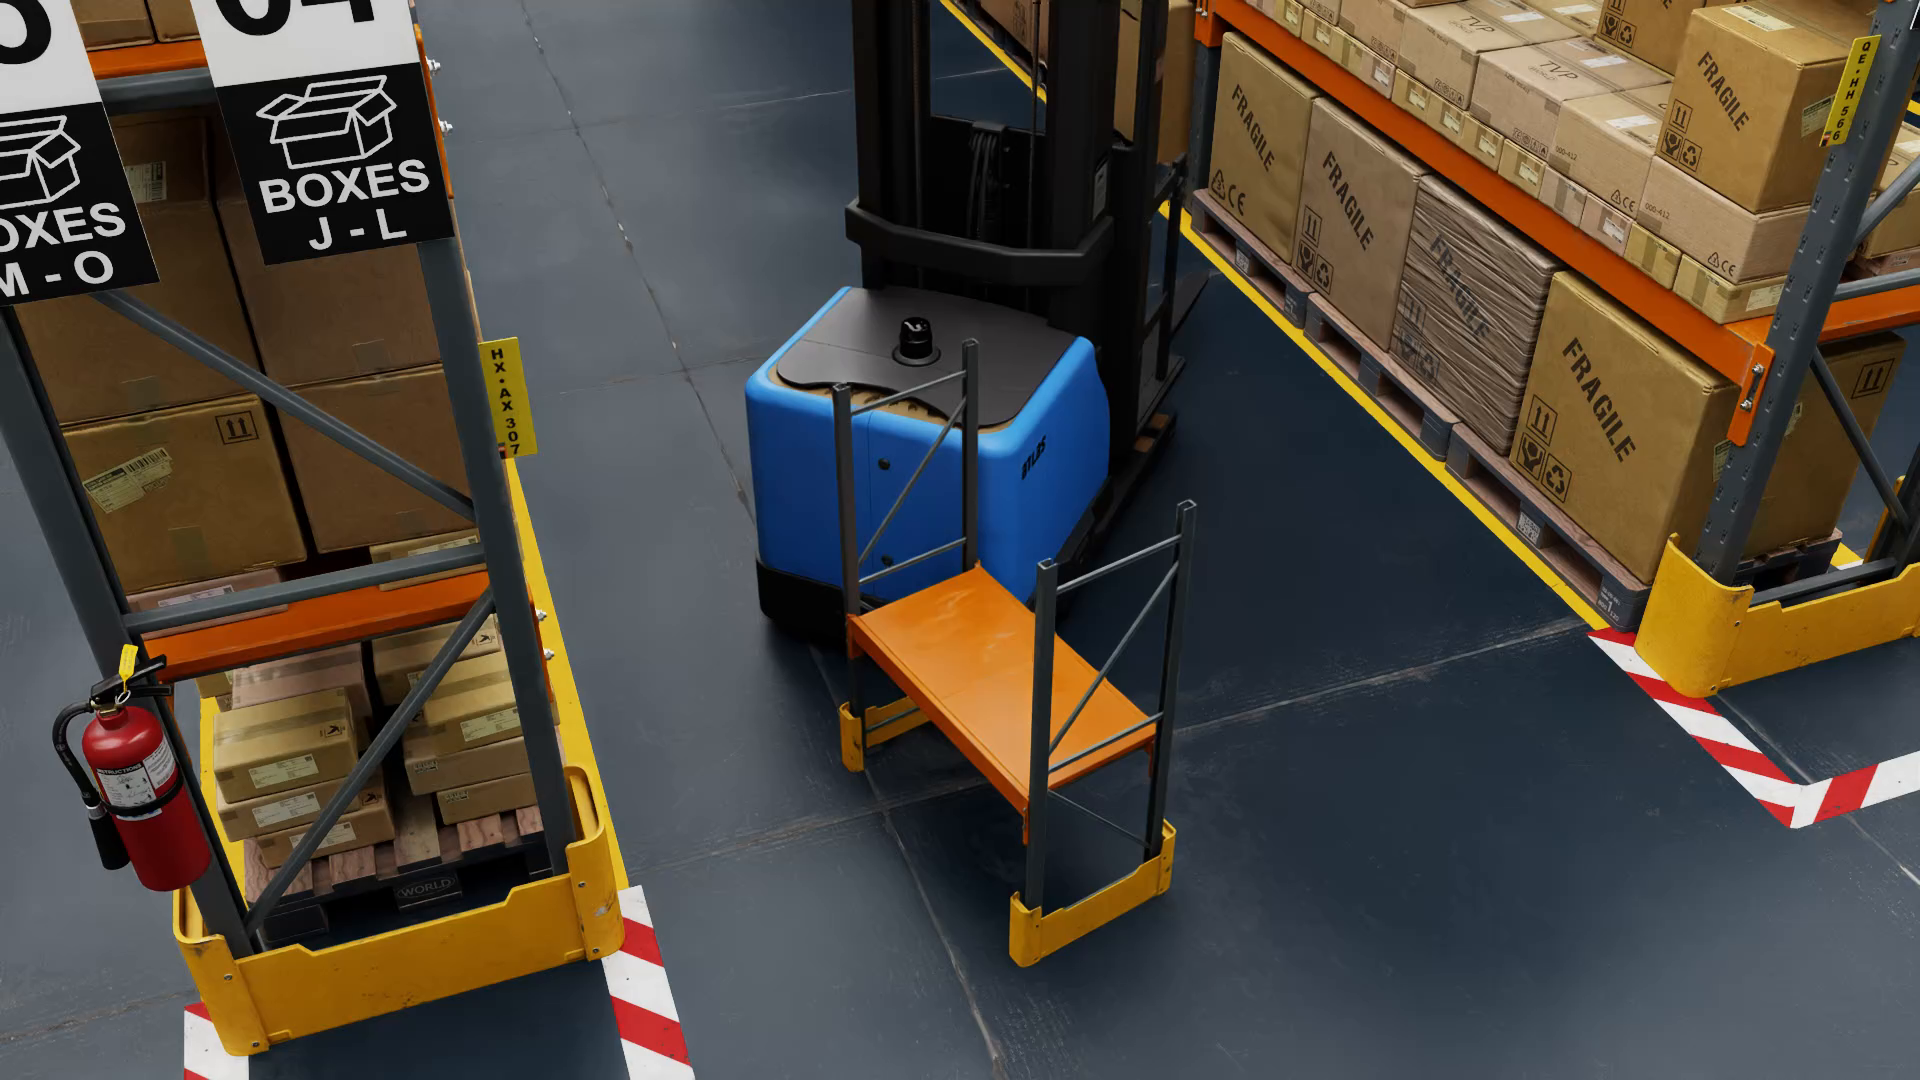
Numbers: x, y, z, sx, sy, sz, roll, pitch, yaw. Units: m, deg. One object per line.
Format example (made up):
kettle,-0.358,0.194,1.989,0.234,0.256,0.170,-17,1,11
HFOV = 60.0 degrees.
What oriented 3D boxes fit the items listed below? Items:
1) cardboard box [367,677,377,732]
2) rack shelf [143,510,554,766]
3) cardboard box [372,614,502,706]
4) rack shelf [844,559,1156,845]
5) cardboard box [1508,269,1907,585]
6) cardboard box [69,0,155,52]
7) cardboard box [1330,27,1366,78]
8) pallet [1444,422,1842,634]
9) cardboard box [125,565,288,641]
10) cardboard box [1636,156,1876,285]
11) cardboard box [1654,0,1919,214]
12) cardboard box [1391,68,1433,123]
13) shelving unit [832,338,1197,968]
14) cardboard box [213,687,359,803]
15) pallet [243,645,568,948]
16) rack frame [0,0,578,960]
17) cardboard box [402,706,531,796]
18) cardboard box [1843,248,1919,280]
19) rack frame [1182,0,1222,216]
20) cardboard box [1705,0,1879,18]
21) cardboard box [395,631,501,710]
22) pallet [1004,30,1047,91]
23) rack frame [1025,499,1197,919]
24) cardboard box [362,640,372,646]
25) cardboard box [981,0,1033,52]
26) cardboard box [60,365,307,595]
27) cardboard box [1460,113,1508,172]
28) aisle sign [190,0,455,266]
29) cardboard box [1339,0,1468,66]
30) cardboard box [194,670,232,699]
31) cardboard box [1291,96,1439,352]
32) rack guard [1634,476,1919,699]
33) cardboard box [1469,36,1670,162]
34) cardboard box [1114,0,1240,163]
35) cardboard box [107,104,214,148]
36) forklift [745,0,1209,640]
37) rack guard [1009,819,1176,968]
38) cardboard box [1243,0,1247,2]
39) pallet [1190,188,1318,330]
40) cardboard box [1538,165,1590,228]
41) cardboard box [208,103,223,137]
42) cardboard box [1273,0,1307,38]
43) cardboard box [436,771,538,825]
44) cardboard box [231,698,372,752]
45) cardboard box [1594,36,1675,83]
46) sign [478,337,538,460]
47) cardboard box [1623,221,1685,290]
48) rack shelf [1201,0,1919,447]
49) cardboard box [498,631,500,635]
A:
cardboard box,-2.165,0.548,5.549,0.380,0.149,0.250,-13,39,-16
rack shelf,-2.283,-0.719,5.810,1.077,0.370,4.000,-12,39,-16
cardboard box,-1.664,0.359,5.306,0.380,0.149,0.250,-12,39,-15
rack shelf,0.126,0.472,5.176,0.538,0.185,1.000,-22,42,-26
cardboard box,2.802,-0.511,6.352,0.875,0.875,0.875,-12,39,-16
cardboard box,-1.999,-1.217,3.505,0.500,0.250,0.500,-13,39,-17
cardboard box,1.872,-2.180,7.360,0.380,0.149,0.250,-13,39,-17
pallet,2.749,-0.168,6.798,1.003,0.211,1.213,-12,39,-16
cardboard box,-1.972,0.098,4.336,0.380,0.149,0.250,-12,39,-16
cardboard box,2.681,-1.125,5.627,0.500,0.250,0.500,-13,39,-17
cardboard box,2.683,-1.426,5.404,0.500,0.500,0.500,-12,39,-15
cardboard box,2.048,-1.890,6.975,0.380,0.149,0.250,-14,39,-17
shelving unit,0.131,0.333,5.062,0.587,1.500,1.083,-22,42,-26
cardboard box,-2.015,0.610,4.973,0.380,0.149,0.250,-12,39,-15
pallet,-1.867,0.728,5.609,1.003,0.211,1.213,-12,39,-16
rack frame,-1.594,0.123,4.094,1.000,3.000,0.127,-12,39,-16
cardboard box,-1.534,0.626,5.199,0.380,0.149,0.250,-11,38,-14
cardboard box,3.285,-1.015,5.814,0.380,0.149,0.250,-12,39,-15
rack frame,1.721,-3.106,8.381,1.000,3.000,0.127,-12,39,-16
cardboard box,3.014,-1.815,5.920,0.500,0.500,0.500,-13,39,-17
cardboard box,-1.733,0.462,5.664,0.380,0.149,0.250,-12,39,-15
pallet,0.961,-3.103,10.694,1.003,0.211,1.213,-12,39,-16
rack frame,0.409,0.582,4.731,0.500,1.500,0.032,-22,42,-26
cardboard box,-2.220,0.270,5.672,0.380,0.149,0.250,-13,39,-16
cardboard box,0.862,-3.786,10.700,1.225,0.875,0.875,-12,39,-16
cardboard box,-1.991,-0.236,4.240,0.500,0.500,0.500,-12,39,-15
cardboard box,2.223,-1.603,6.593,0.380,0.149,0.250,-12,39,-16
aisle sign,-1.288,-0.936,3.339,0.394,0.787,0.004,-12,39,-16
cardboard box,1.987,-2.272,7.151,0.500,0.250,0.500,-12,38,-15
cardboard box,-2.256,0.336,5.337,0.380,0.149,0.250,-13,39,-17
cardboard box,2.183,-1.528,7.702,0.875,0.875,0.875,-12,39,-16
rack guard,3.106,0.165,6.115,1.175,0.500,0.348,-12,39,-16
cardboard box,2.332,-1.699,6.389,0.500,0.250,0.500,-14,39,-17
cardboard box,1.482,-2.783,9.368,1.225,0.875,0.875,-12,39,-16
cardboard box,-2.160,-0.928,4.328,0.500,0.500,0.500,-14,39,-17
forklift,0.297,-1.546,6.367,1.130,2.935,3.031,15,39,19
rack guard,0.408,1.081,5.108,0.587,0.250,0.087,-22,42,-26
cardboard box,1.510,-2.770,8.143,0.380,0.149,0.250,-12,39,-16
pallet,1.909,-1.547,8.628,1.003,0.211,1.213,-12,39,-16
cardboard box,2.404,-1.310,6.205,0.380,0.149,0.250,-12,39,-15
cardboard box,-1.679,-1.027,4.459,0.500,0.500,0.500,-11,38,-15
cardboard box,1.692,-2.473,7.749,0.380,0.149,0.250,-11,38,-14
cardboard box,-1.474,0.732,5.306,0.380,0.149,0.250,-12,39,-15
cardboard box,-2.083,0.577,5.264,0.380,0.149,0.250,-13,39,-17
cardboard box,2.831,-1.810,6.537,0.500,0.250,0.500,-14,39,-17
sign,-1.085,-0.335,3.982,0.100,0.325,0.005,-12,39,-16
cardboard box,2.575,-1.026,5.828,0.380,0.149,0.250,-12,39,-15
rack shelf,2.409,-1.689,7.097,1.077,0.370,4.000,-12,39,-16
cardboard box,-1.742,0.340,5.579,0.380,0.149,0.250,-12,39,-15
